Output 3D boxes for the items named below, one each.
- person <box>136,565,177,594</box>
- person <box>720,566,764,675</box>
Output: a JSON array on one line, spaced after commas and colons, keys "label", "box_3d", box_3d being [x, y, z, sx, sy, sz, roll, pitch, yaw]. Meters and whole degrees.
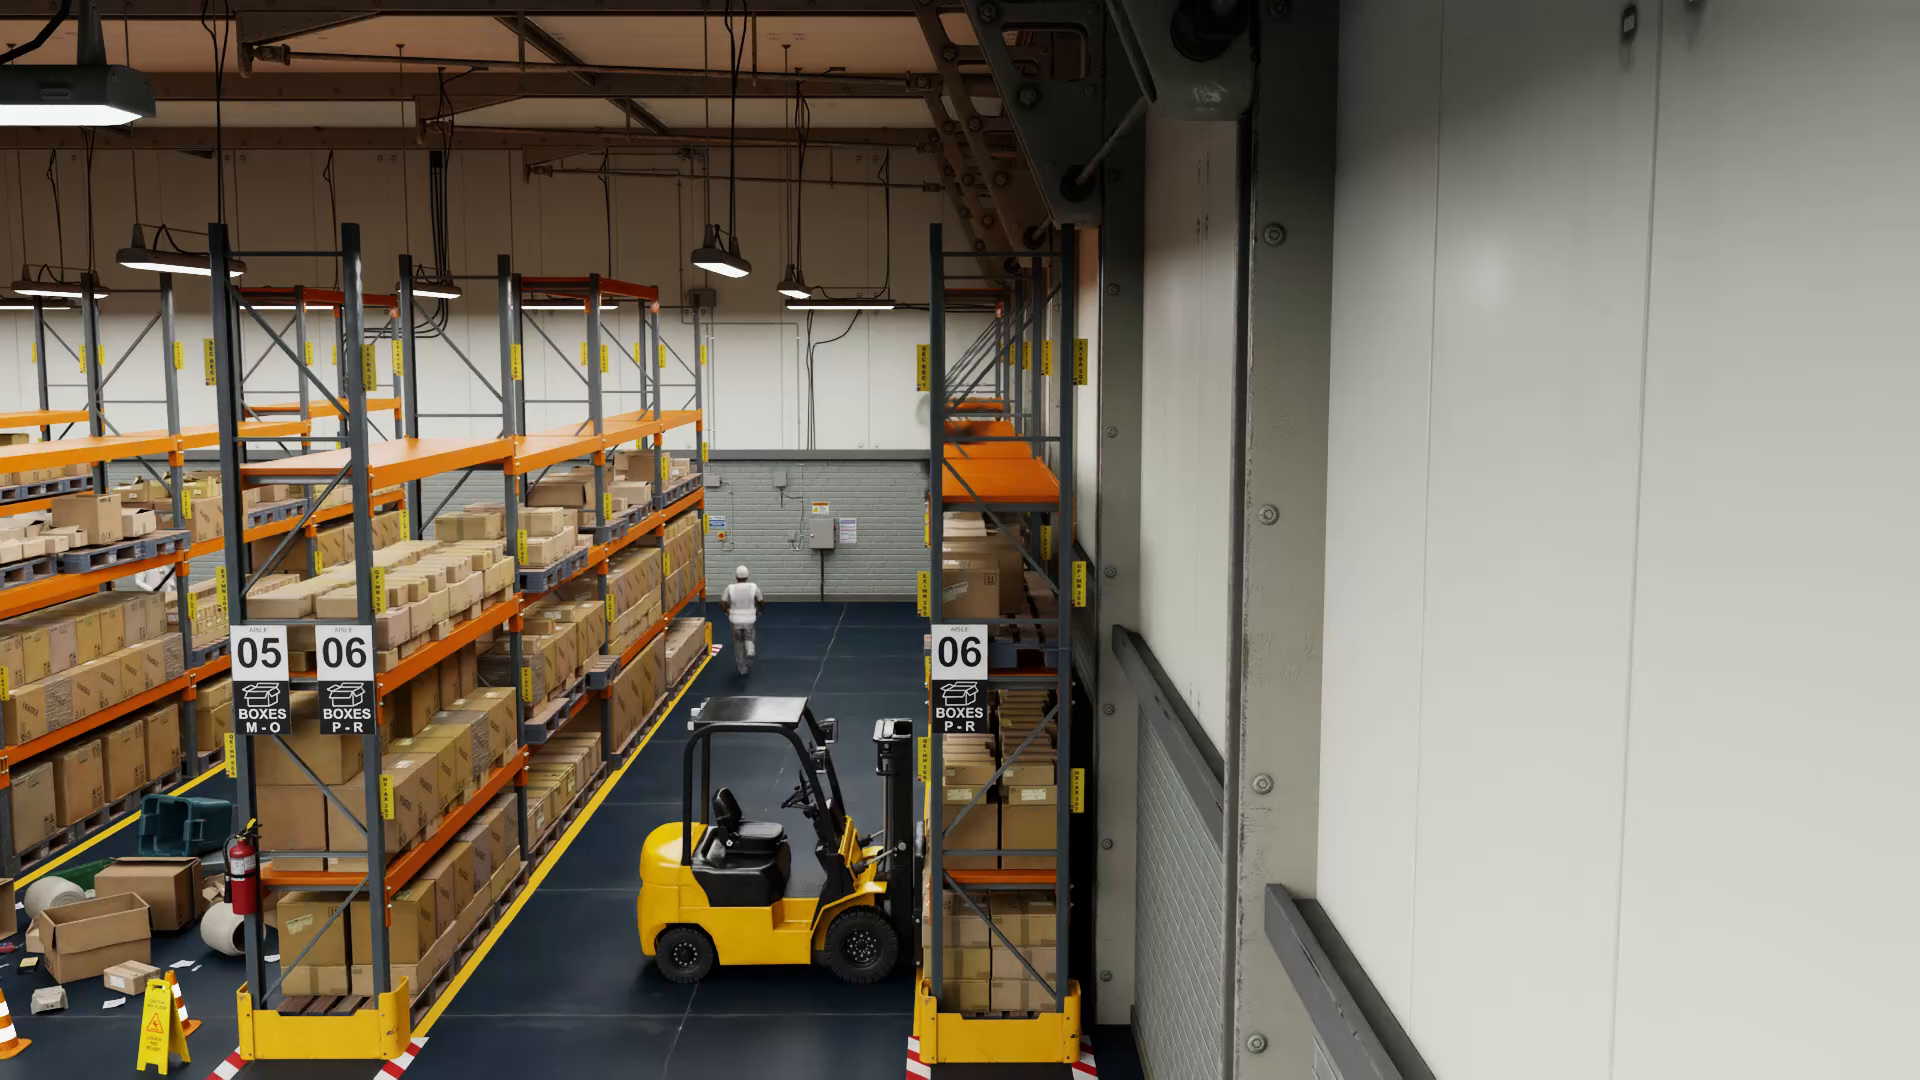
[{"label": "person", "box_3d": [-13.826, 0.975, 28.711, 0.738, 1.746, 0.764, 3, 7, 22]}, {"label": "person", "box_3d": [-3.411, 1.270, 26.059, 0.683, 1.743, 0.689, -1, 7, -10]}]
